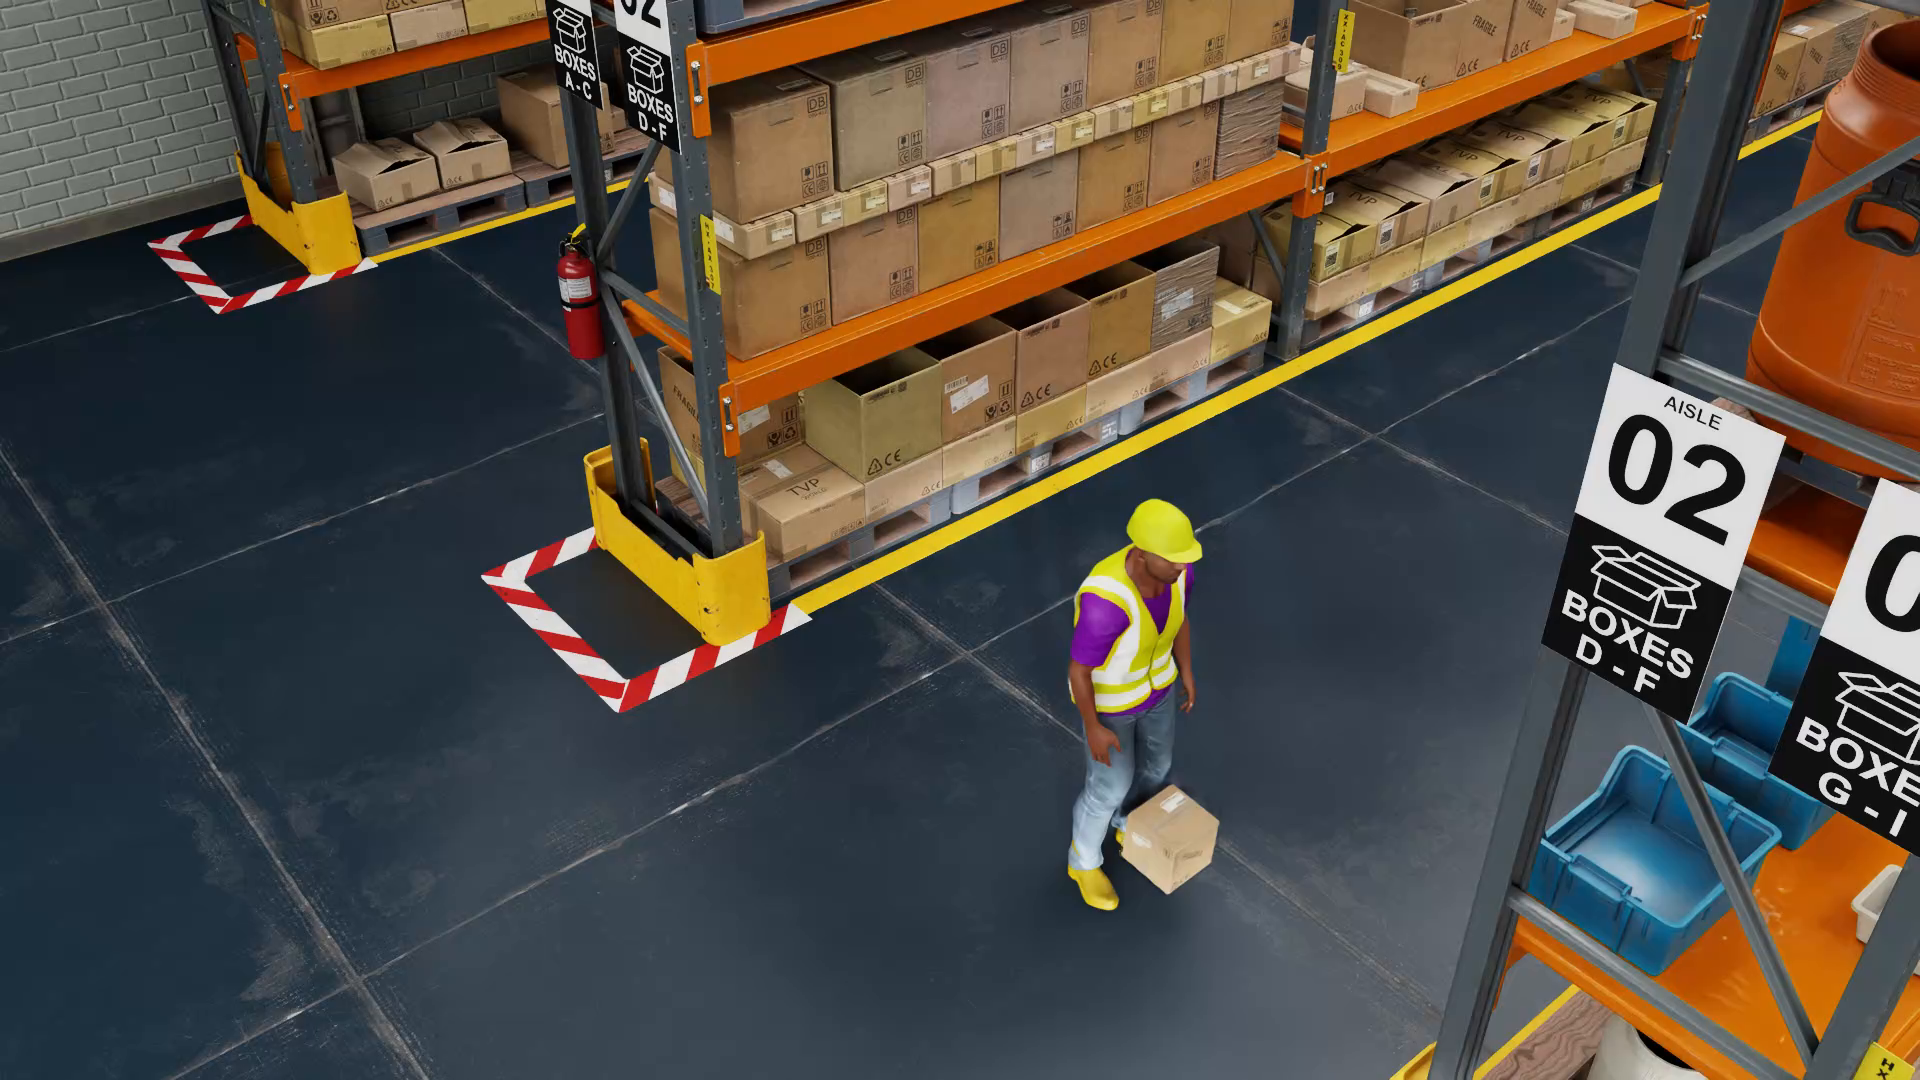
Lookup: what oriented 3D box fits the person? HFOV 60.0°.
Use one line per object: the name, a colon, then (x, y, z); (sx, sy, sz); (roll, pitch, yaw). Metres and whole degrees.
person: (0.649, 0.581, 6.253); (0.599, 1.763, 0.443); (-28, 44, -33)
